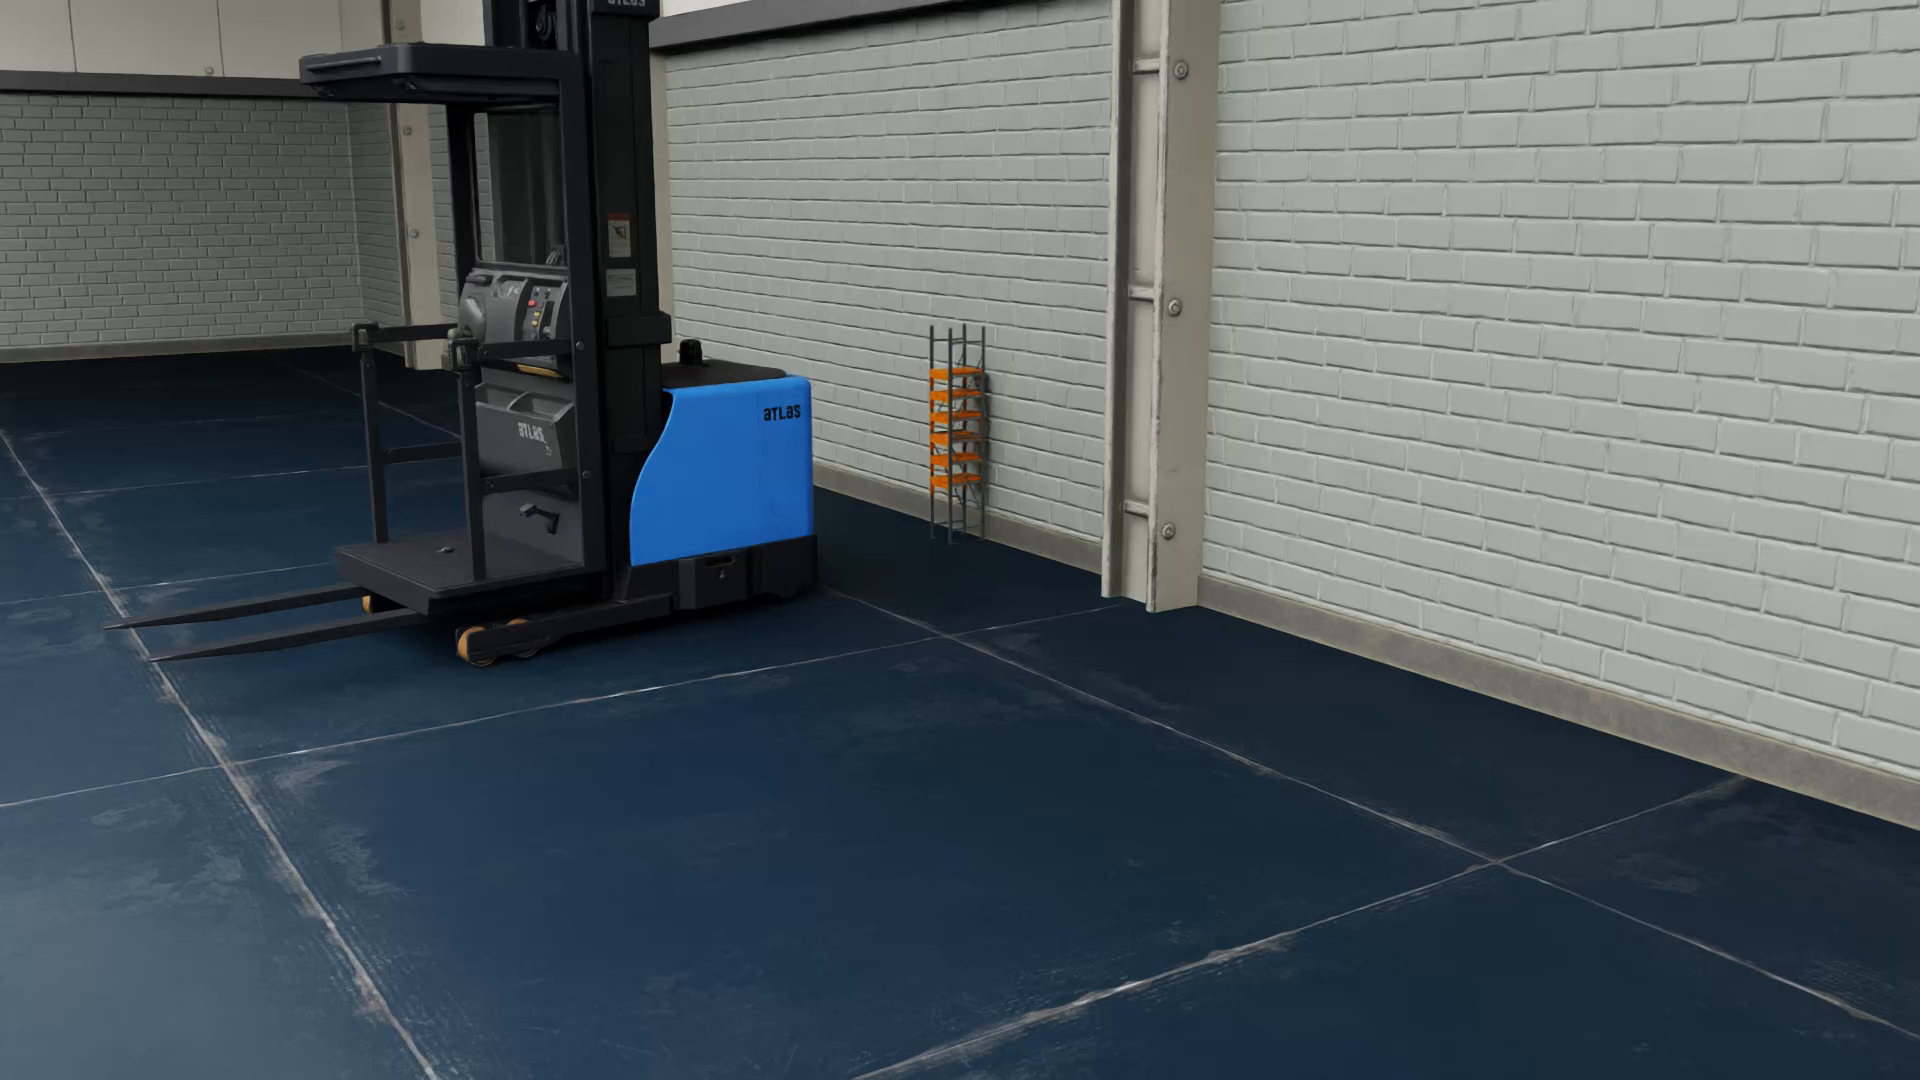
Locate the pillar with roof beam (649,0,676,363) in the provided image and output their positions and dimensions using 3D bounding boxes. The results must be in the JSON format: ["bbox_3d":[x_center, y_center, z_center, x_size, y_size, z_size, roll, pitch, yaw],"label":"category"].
[{"bbox_3d":[-5.985,-4.665,9.631,9.100,9.000,0.400,-8,15,-33],"label":"pillar with roof beam"}]

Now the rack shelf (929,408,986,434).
[{"bbox_3d":[-0.014,-0.661,9.222,0.258,0.103,0.180,-8,15,-34],"label":"rack shelf"}]

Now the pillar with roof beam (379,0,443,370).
[{"bbox_3d":[-9.309,-5.732,14.511,9.100,9.000,0.400,-8,15,-33],"label":"pillar with roof beam"}]

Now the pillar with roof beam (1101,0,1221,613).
[{"bbox_3d":[-2.660,-3.598,4.752,9.100,9.000,0.400,-8,15,-33],"label":"pillar with roof beam"}]

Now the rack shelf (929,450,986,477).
[{"bbox_3d":[-0.014,-0.427,9.274,0.258,0.103,0.180,-8,15,-34],"label":"rack shelf"}]

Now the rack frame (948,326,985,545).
[{"bbox_3d":[0.038,-0.571,9.165,0.240,1.200,0.006,-8,15,-34],"label":"rack frame"}]

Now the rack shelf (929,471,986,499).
[{"bbox_3d":[-0.014,-0.309,9.299,0.258,0.103,0.180,-8,15,-34],"label":"rack shelf"}]

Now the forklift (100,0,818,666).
[{"bbox_3d":[-2.130,-1.029,7.207,3.031,2.935,1.130,-11,16,-40],"label":"forklift"}]

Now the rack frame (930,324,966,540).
[{"bbox_3d":[-0.066,-0.603,9.312,0.240,1.200,0.006,-8,15,-34],"label":"rack frame"}]

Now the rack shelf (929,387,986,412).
[{"bbox_3d":[-0.014,-0.778,9.197,0.258,0.103,0.180,-8,15,-34],"label":"rack shelf"}]

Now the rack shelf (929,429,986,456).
[{"bbox_3d":[-0.014,-0.544,9.248,0.258,0.103,0.180,-8,15,-34],"label":"rack shelf"}]

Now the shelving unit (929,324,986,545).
[{"bbox_3d":[-0.014,-0.587,9.238,0.258,1.200,0.189,-8,15,-34],"label":"shelving unit"}]

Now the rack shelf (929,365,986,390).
[{"bbox_3d":[-0.014,-0.896,9.171,0.258,0.103,0.180,-8,15,-34],"label":"rack shelf"}]
